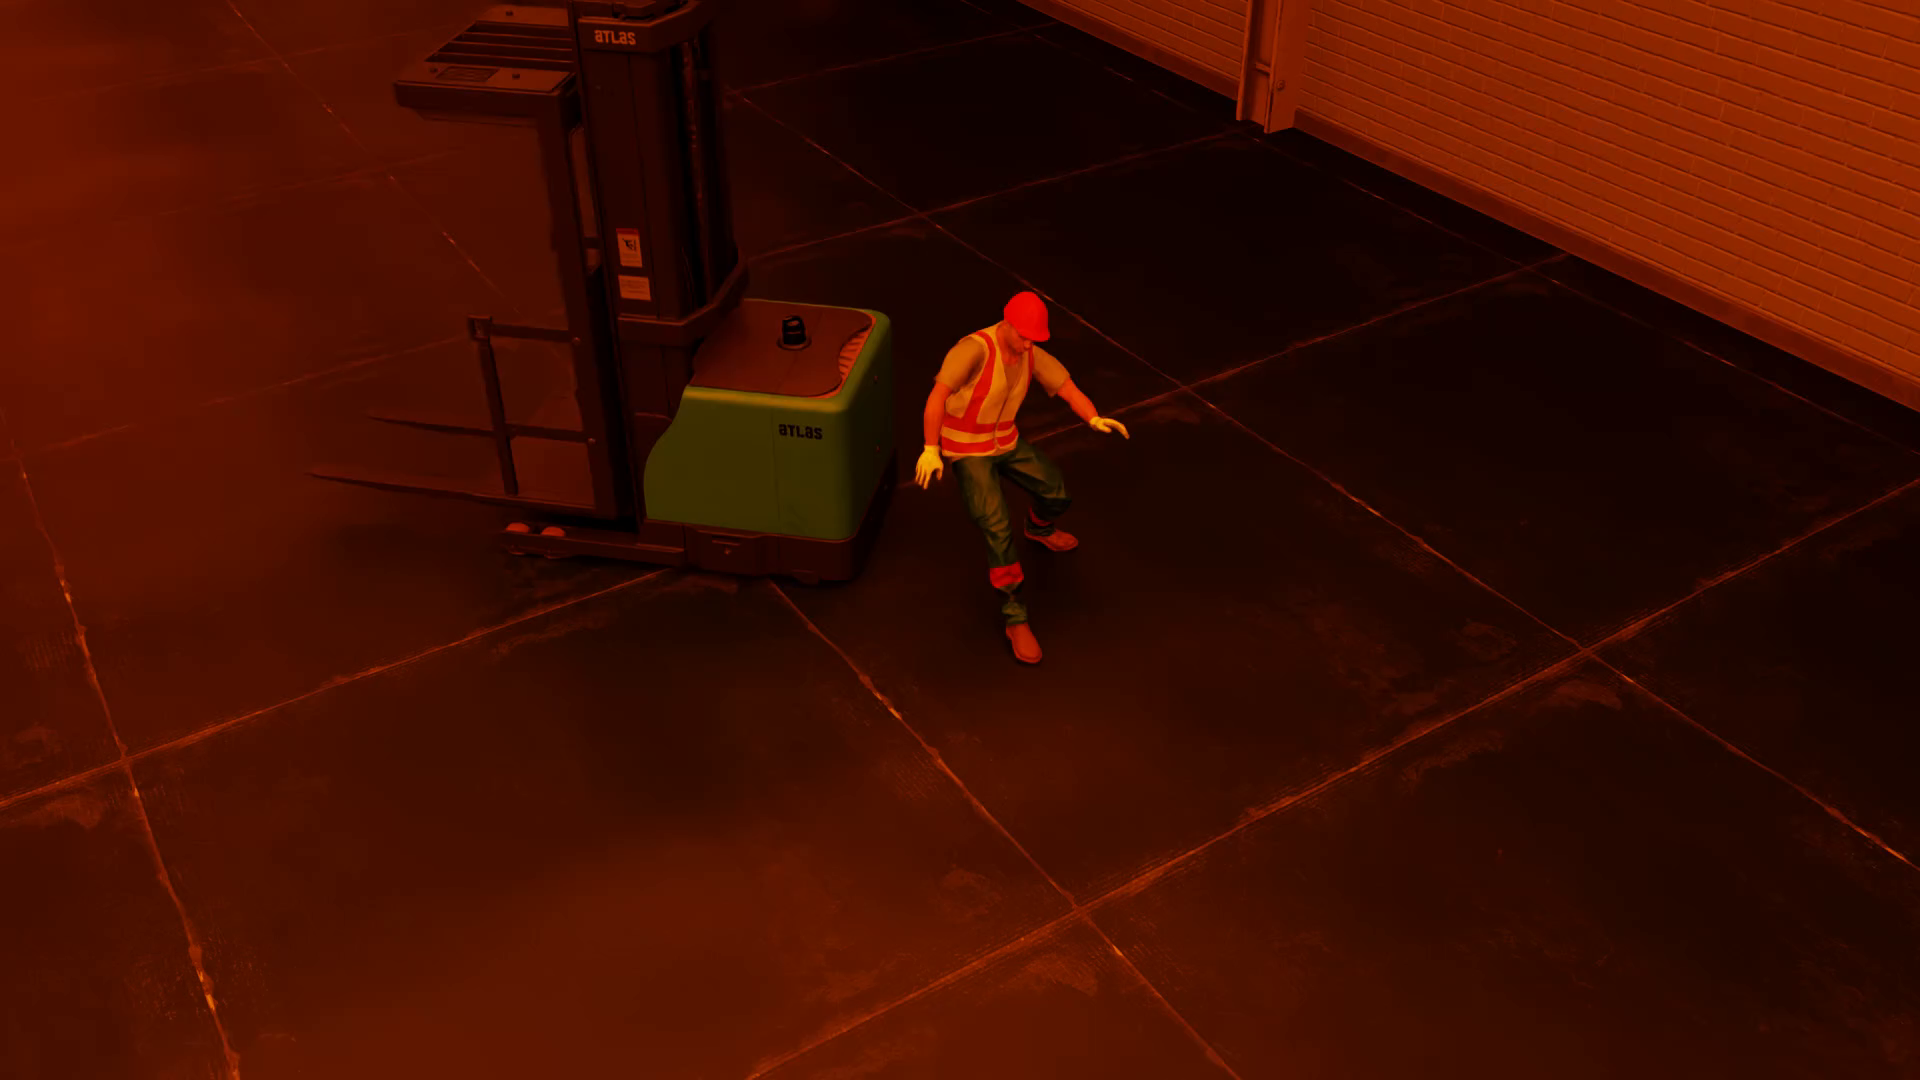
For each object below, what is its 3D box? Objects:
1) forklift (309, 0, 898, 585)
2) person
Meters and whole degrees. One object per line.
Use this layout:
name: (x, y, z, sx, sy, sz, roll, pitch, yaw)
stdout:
forklift: (-1.907, -1.390, 8.126, 3.031, 2.935, 1.130, 7, 36, 9)
person: (0.332, -0.351, 7.859, 0.967, 1.555, 1.000, -23, 41, -29)
